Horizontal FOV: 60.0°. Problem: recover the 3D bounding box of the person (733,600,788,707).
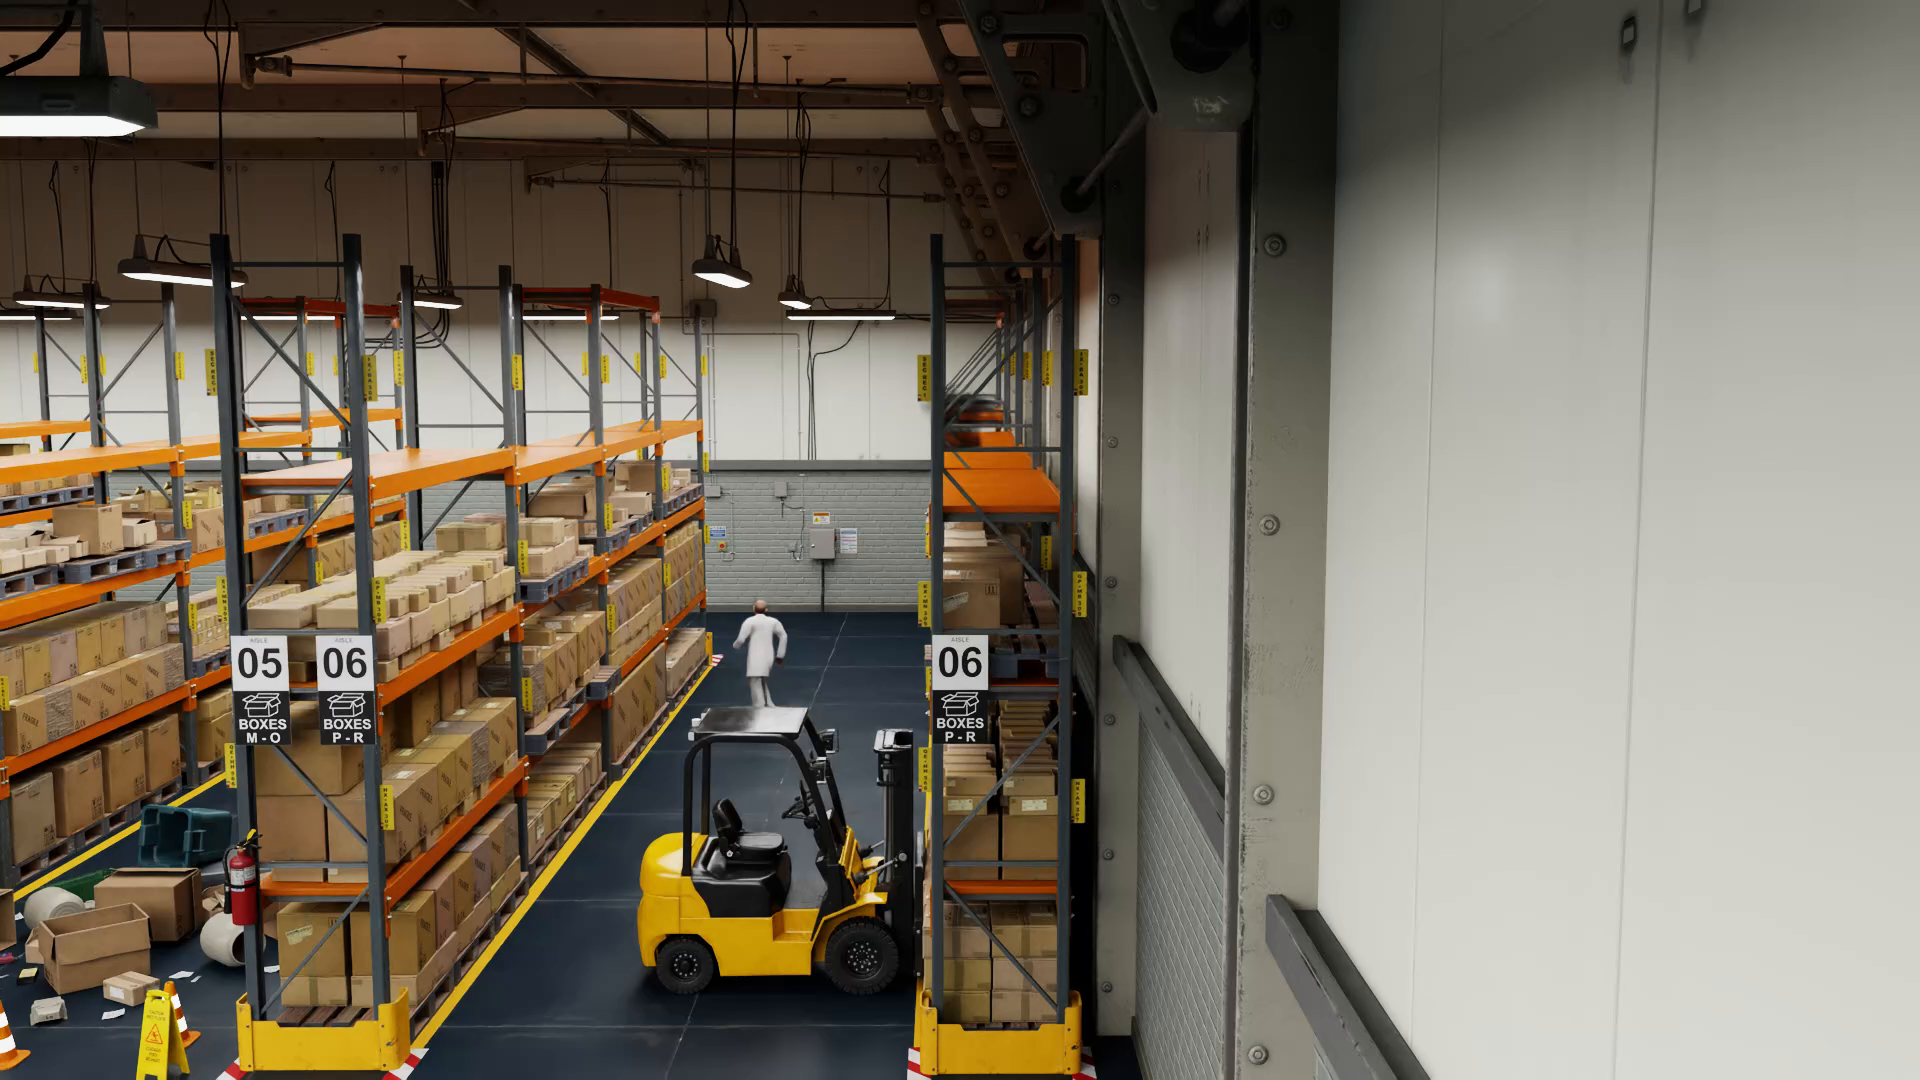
[{"bbox_3d":[-2.871,1.735,23.699,0.861,1.749,0.721,6,9,44],"label":"person"}]
